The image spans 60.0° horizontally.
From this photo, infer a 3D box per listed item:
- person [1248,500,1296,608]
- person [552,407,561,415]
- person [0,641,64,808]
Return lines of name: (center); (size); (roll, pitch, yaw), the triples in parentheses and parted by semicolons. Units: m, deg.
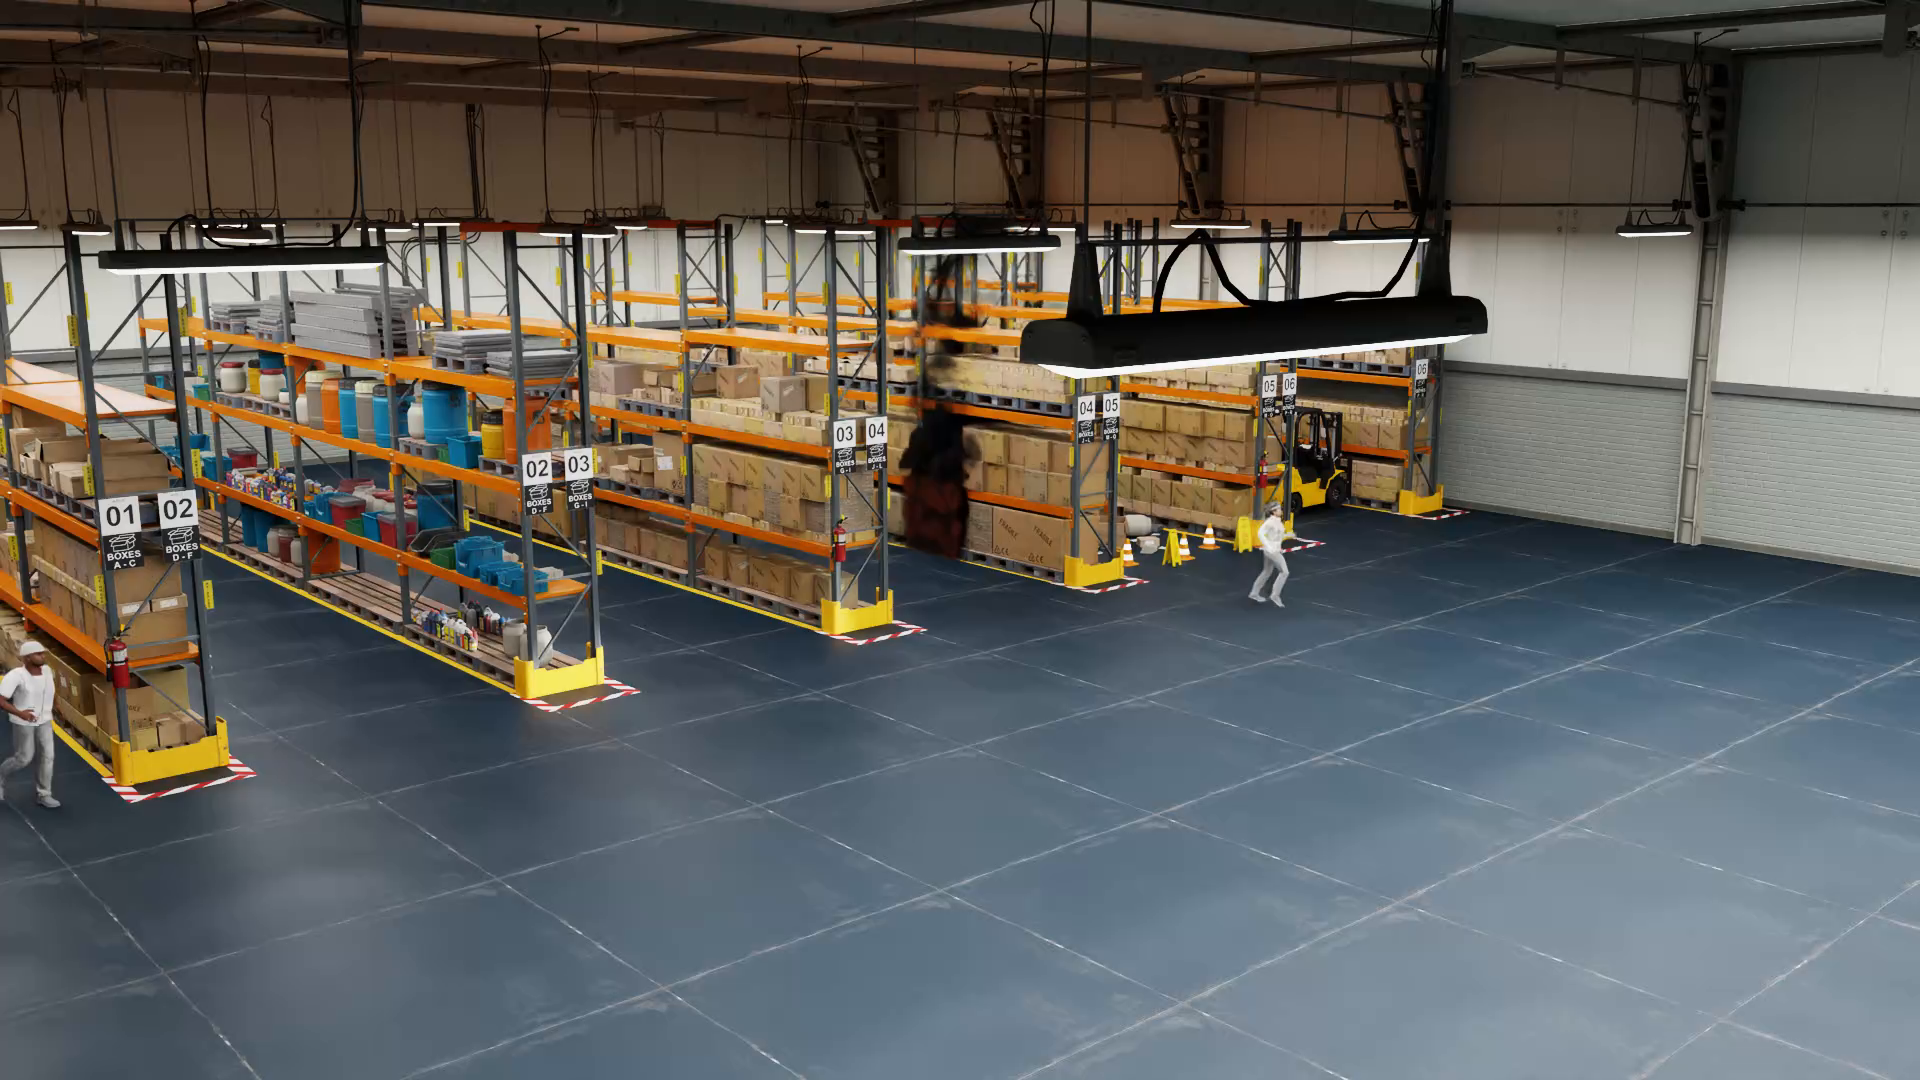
person: (5.005, 0.177, 26.560); (0.687, 1.662, 0.602); (2, 12, 12)
person: (-9.752, -2.454, 39.986); (0.631, 1.631, 0.651); (6, 13, 27)
person: (-9.947, 1.941, 17.858); (0.853, 1.742, 0.762); (4, 12, 19)
